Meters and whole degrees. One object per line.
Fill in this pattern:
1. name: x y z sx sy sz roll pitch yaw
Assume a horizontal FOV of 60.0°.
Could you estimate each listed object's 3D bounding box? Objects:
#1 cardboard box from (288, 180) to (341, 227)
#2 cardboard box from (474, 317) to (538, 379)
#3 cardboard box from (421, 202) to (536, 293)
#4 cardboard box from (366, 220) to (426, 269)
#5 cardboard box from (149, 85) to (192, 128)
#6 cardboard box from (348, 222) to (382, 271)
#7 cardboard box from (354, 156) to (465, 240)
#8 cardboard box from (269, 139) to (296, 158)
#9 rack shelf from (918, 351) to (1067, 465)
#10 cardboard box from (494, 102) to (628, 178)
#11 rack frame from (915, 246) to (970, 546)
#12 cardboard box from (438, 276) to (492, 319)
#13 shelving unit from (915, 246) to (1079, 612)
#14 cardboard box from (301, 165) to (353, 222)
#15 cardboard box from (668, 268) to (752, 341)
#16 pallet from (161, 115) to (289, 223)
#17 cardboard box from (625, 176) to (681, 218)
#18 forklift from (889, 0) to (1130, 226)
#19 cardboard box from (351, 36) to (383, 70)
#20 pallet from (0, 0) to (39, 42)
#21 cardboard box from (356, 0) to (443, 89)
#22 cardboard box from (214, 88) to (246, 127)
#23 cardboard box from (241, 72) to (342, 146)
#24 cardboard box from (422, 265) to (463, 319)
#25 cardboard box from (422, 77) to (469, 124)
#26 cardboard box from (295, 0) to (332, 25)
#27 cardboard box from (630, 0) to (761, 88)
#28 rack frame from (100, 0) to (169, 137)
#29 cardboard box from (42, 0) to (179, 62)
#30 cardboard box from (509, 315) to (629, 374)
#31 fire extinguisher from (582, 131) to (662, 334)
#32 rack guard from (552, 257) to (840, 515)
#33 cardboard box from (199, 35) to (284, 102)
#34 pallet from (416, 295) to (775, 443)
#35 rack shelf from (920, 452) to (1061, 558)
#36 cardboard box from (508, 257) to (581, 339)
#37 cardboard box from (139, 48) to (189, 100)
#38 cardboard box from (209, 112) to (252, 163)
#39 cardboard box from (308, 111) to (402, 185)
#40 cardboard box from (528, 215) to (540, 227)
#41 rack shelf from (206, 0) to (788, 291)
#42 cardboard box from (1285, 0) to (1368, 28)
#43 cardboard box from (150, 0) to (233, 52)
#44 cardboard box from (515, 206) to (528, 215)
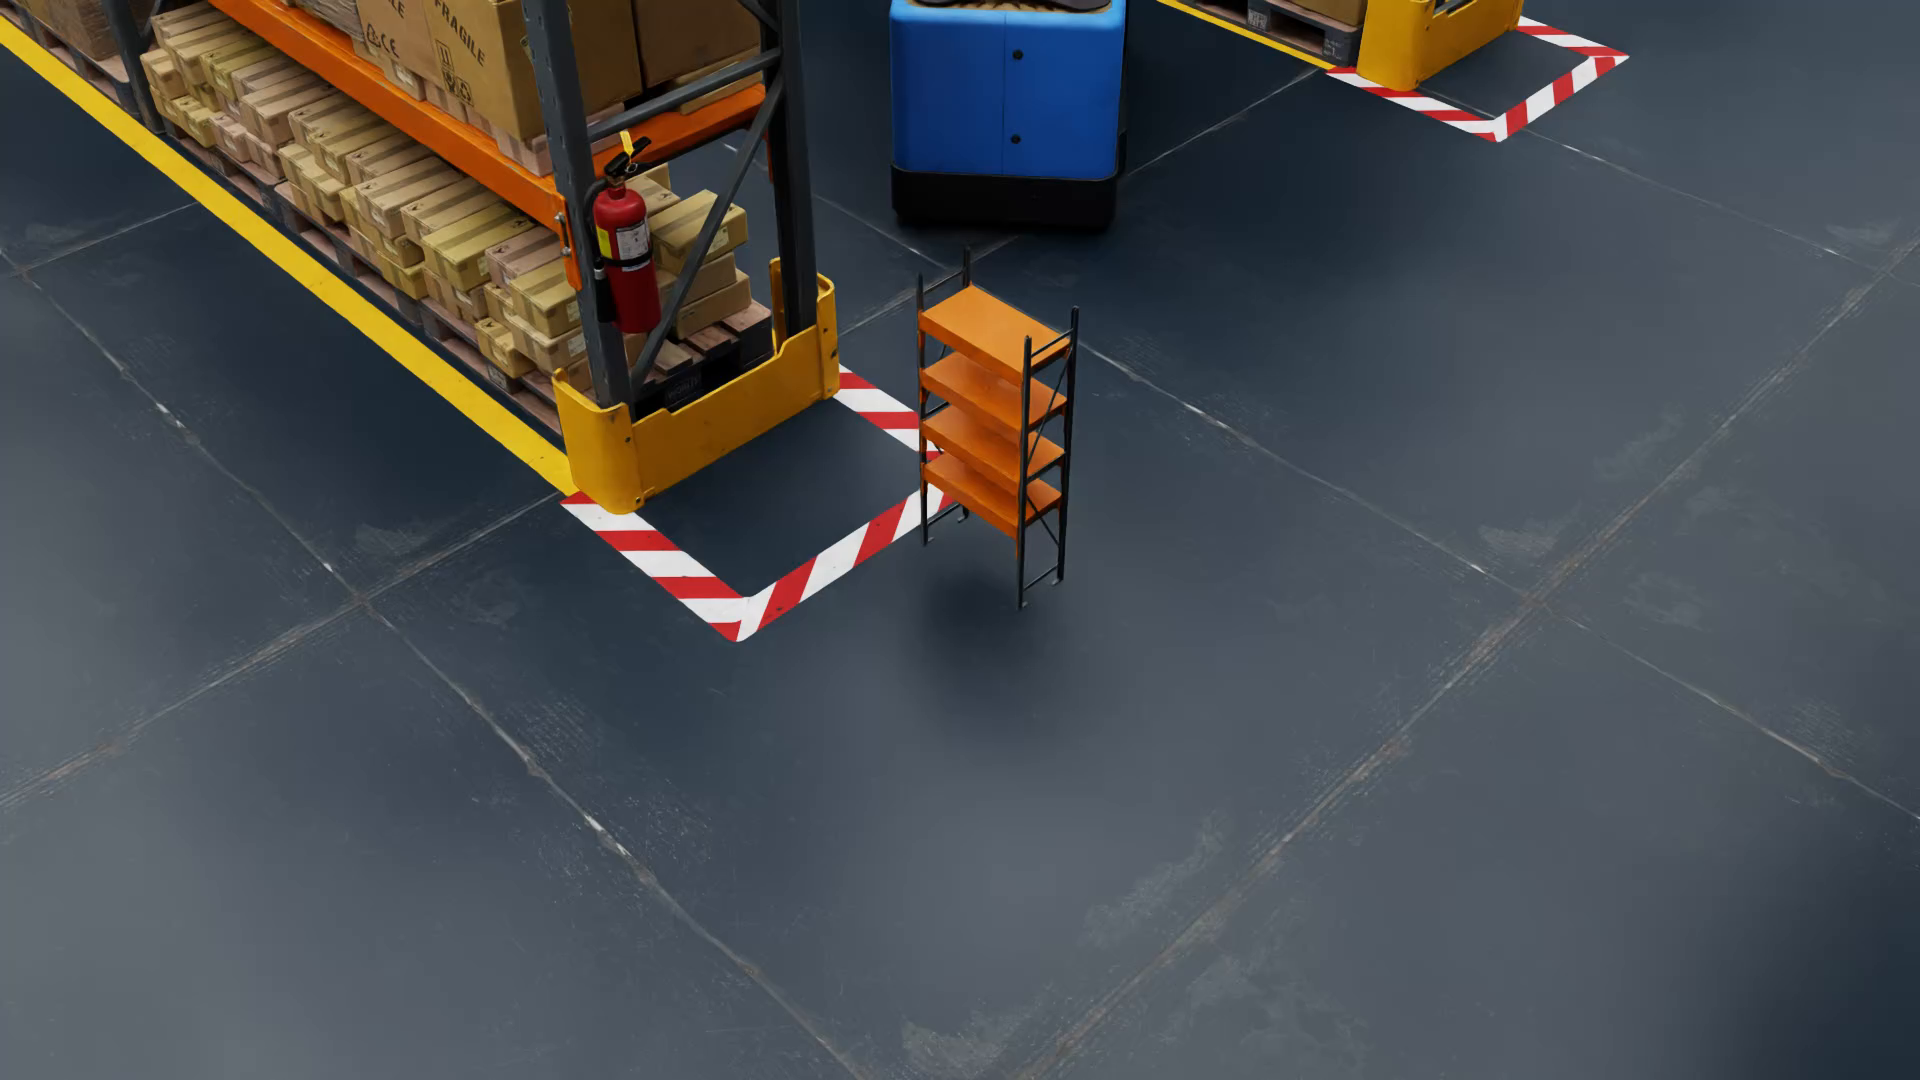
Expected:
1. cardboard box: -2.804 -1.601 7.563 0.250 0.149 0.380 33 52 30
2. cardboard box: -1.726 -0.840 6.740 0.380 0.149 0.250 -32 52 -30
3. cardboard box: -1.917 -1.175 6.664 0.250 0.149 0.380 33 52 31
4. cardboard box: -2.272 -1.329 7.051 0.380 0.149 0.250 -33 52 -31
5. cardboard box: -3.749 -2.205 8.217 0.250 0.149 0.380 32 51 30
6. cardboard box: -2.439 -1.354 7.296 0.380 0.149 0.250 -33 52 -31
7. cardboard box: -2.284 -1.432 6.943 0.380 0.149 0.250 -32 52 -30
8. cardboard box: -2.943 -1.863 7.628 0.380 0.149 0.250 -32 51 -30
9. rack shelf: 0.117 -0.476 5.651 0.258 0.148 0.480 -34 53 -31
10. cardboard box: -1.384 -1.434 5.776 0.380 0.149 0.250 -34 53 -31
11. rack frame: -0.055 -0.478 5.884 0.240 1.200 0.015 -34 53 -31
12. cardboard box: -1.897 -1.087 6.788 0.250 0.149 0.380 32 52 30
13. shelving unit: 0.117 -0.361 5.757 0.258 1.200 0.503 -34 53 -31
14. cardboard box: -2.654 -1.581 7.322 0.380 0.149 0.250 -34 52 -31
15. cardboard box: -1.097 -1.017 6.932 0.380 0.149 0.250 -33 52 -31
16. pallet: -3.279 -2.097 8.364 1.003 0.211 1.213 -34 53 -31
17. cardboard box: -1.363 -1.320 6.821 0.380 0.149 0.250 -33 52 -31
18. forklift: 0.329 -3.530 7.911 1.130 2.935 3.031 4 43 4
19. cardboard box: -2.083 -1.937 6.321 0.250 0.149 0.380 32 51 30
20. pallet: -5.195 -3.362 9.733 1.003 0.211 1.213 -34 53 -31
21. cardboard box: -1.813 -1.993 5.904 0.500 0.500 0.500 33 52 31
22. cardboard box: -3.309 -2.137 7.925 0.250 0.149 0.380 34 52 31
23. cardboard box: -2.994 -1.953 7.506 0.380 0.149 0.250 -33 52 -30
24. cardboard box: -2.036 -1.121 7.044 0.380 0.149 0.250 -34 52 -31
25. cardboard box: -1.721 -1.684 6.048 0.250 0.149 0.380 34 52 31
26. cardboard box: -2.430 -2.214 6.621 0.380 0.149 0.250 -33 52 -31
27. cardboard box: -1.075 -1.999 5.910 0.500 0.500 0.500 -32 51 -30
28. rack frame: -3.779 -3.427 7.748 1.000 3.000 0.127 -34 53 -31
29. cardboard box: -4.480 -2.898 8.708 0.500 0.500 0.500 33 52 31
30. cardboard box: -1.529 -0.838 6.519 0.250 0.149 0.380 33 52 30
31. fire extinguisher: -1.103 -0.997 5.451 0.296 0.674 0.183 -34 53 -31
32. rack guard: -1.007 -0.623 6.556 1.175 0.500 0.348 -34 53 -31
33. cardboard box: -3.316 -2.229 7.805 0.250 0.149 0.380 33 52 31
34. pallet: -1.556 -0.924 7.095 1.003 0.211 1.213 -34 53 -31
35. rack shelf: 0.117 -0.166 5.937 0.258 0.148 0.480 -34 53 -31
36. cardboard box: -1.507 -0.963 6.435 0.380 0.149 0.250 -33 52 -31
37. cardboard box: -3.749 -2.316 8.118 0.380 0.149 0.250 -32 51 -30
38. cardboard box: -3.349 -1.983 7.976 0.250 0.149 0.380 34 52 31
39. cardboard box: -2.596 -1.724 7.259 0.380 0.149 0.250 -34 52 -31
40. cardboard box: -1.871 -1.472 7.424 0.380 0.149 0.250 -34 52 -31
41. rack shelf: -2.366 -2.201 6.952 1.077 0.370 4.000 -34 53 -31
42. cardboard box: 2.121 -3.476 9.058 0.875 0.875 0.875 -34 53 -31
43. cardboard box: -3.682 -2.488 8.085 0.380 0.149 0.250 -32 51 -30
44. cardboard box: -1.890 -1.587 7.329 0.250 0.149 0.380 32 51 30
